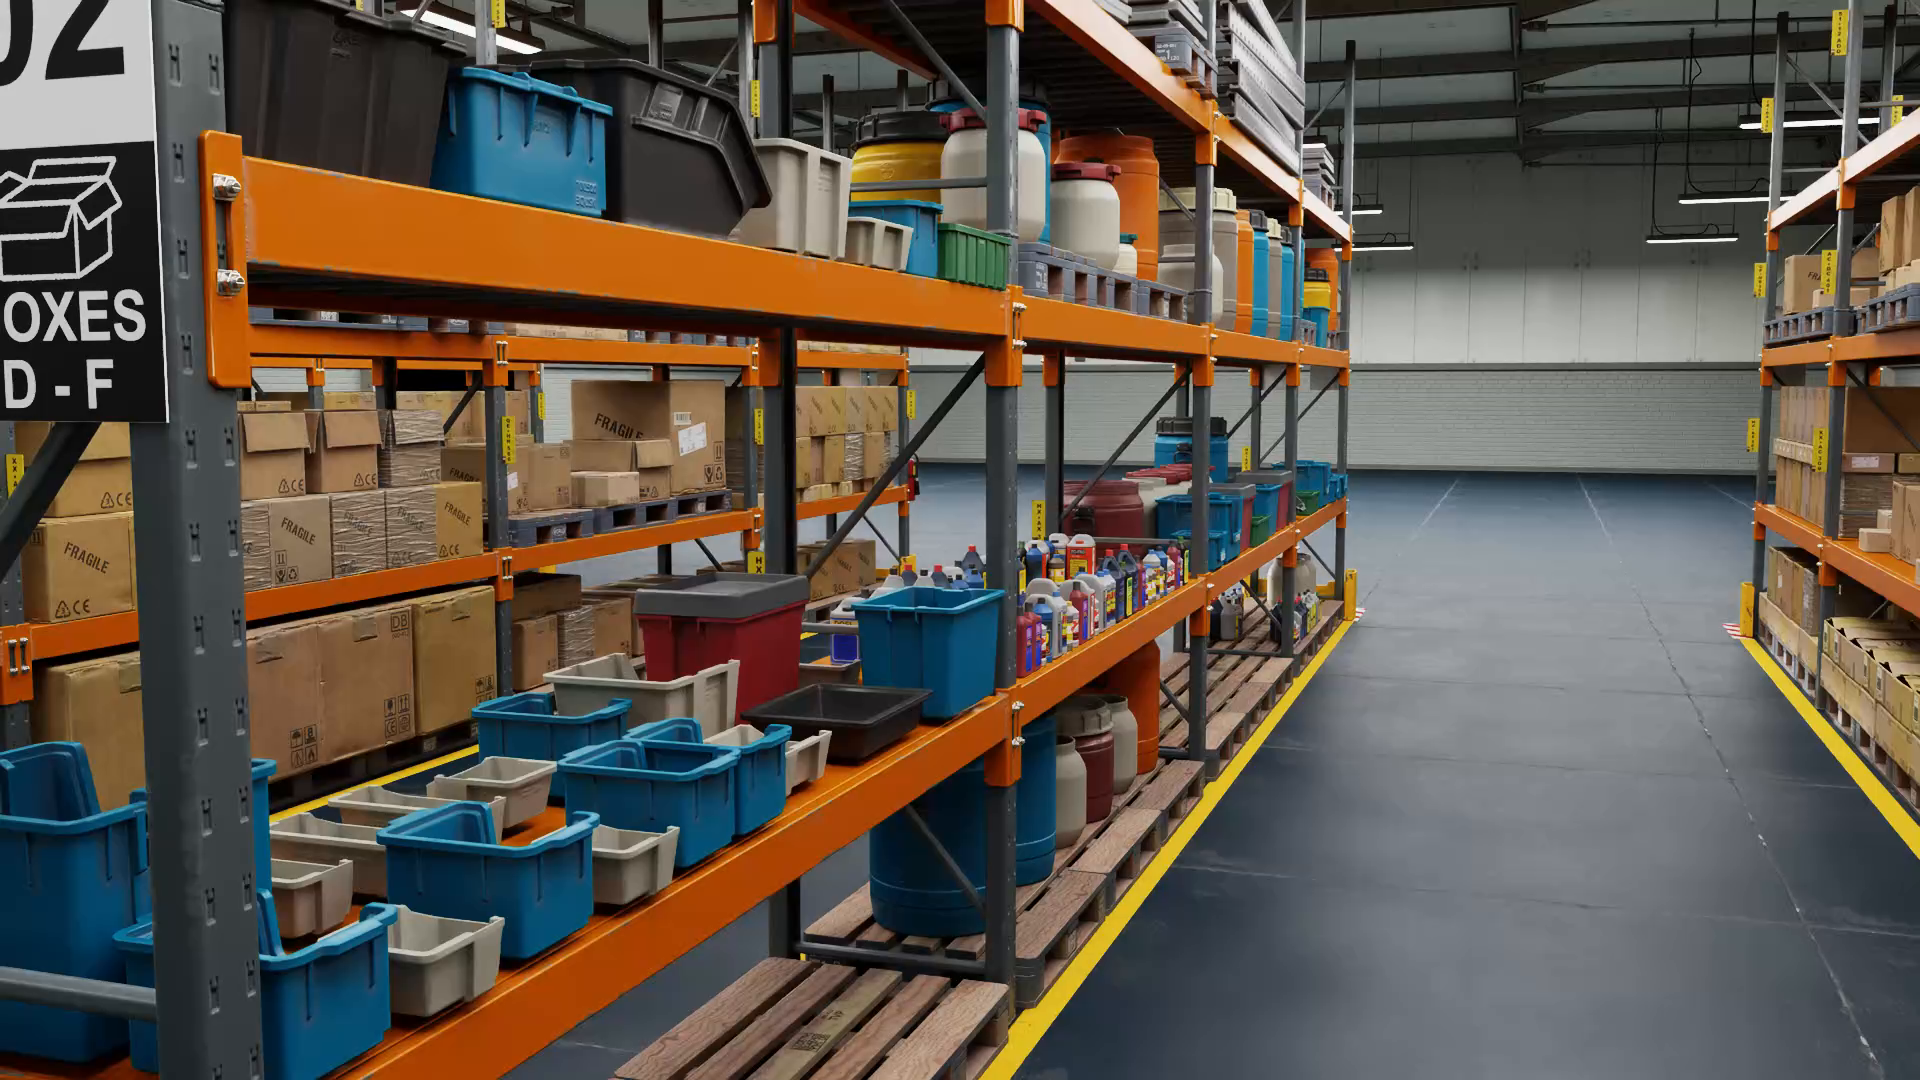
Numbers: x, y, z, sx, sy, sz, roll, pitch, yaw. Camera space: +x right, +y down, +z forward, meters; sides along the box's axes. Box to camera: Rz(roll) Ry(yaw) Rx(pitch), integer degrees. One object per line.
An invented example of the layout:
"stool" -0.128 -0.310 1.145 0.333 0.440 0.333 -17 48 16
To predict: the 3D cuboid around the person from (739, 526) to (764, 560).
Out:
"person" -2.548 -0.268 20.292 0.462 1.646 0.541 -5 7 -42
